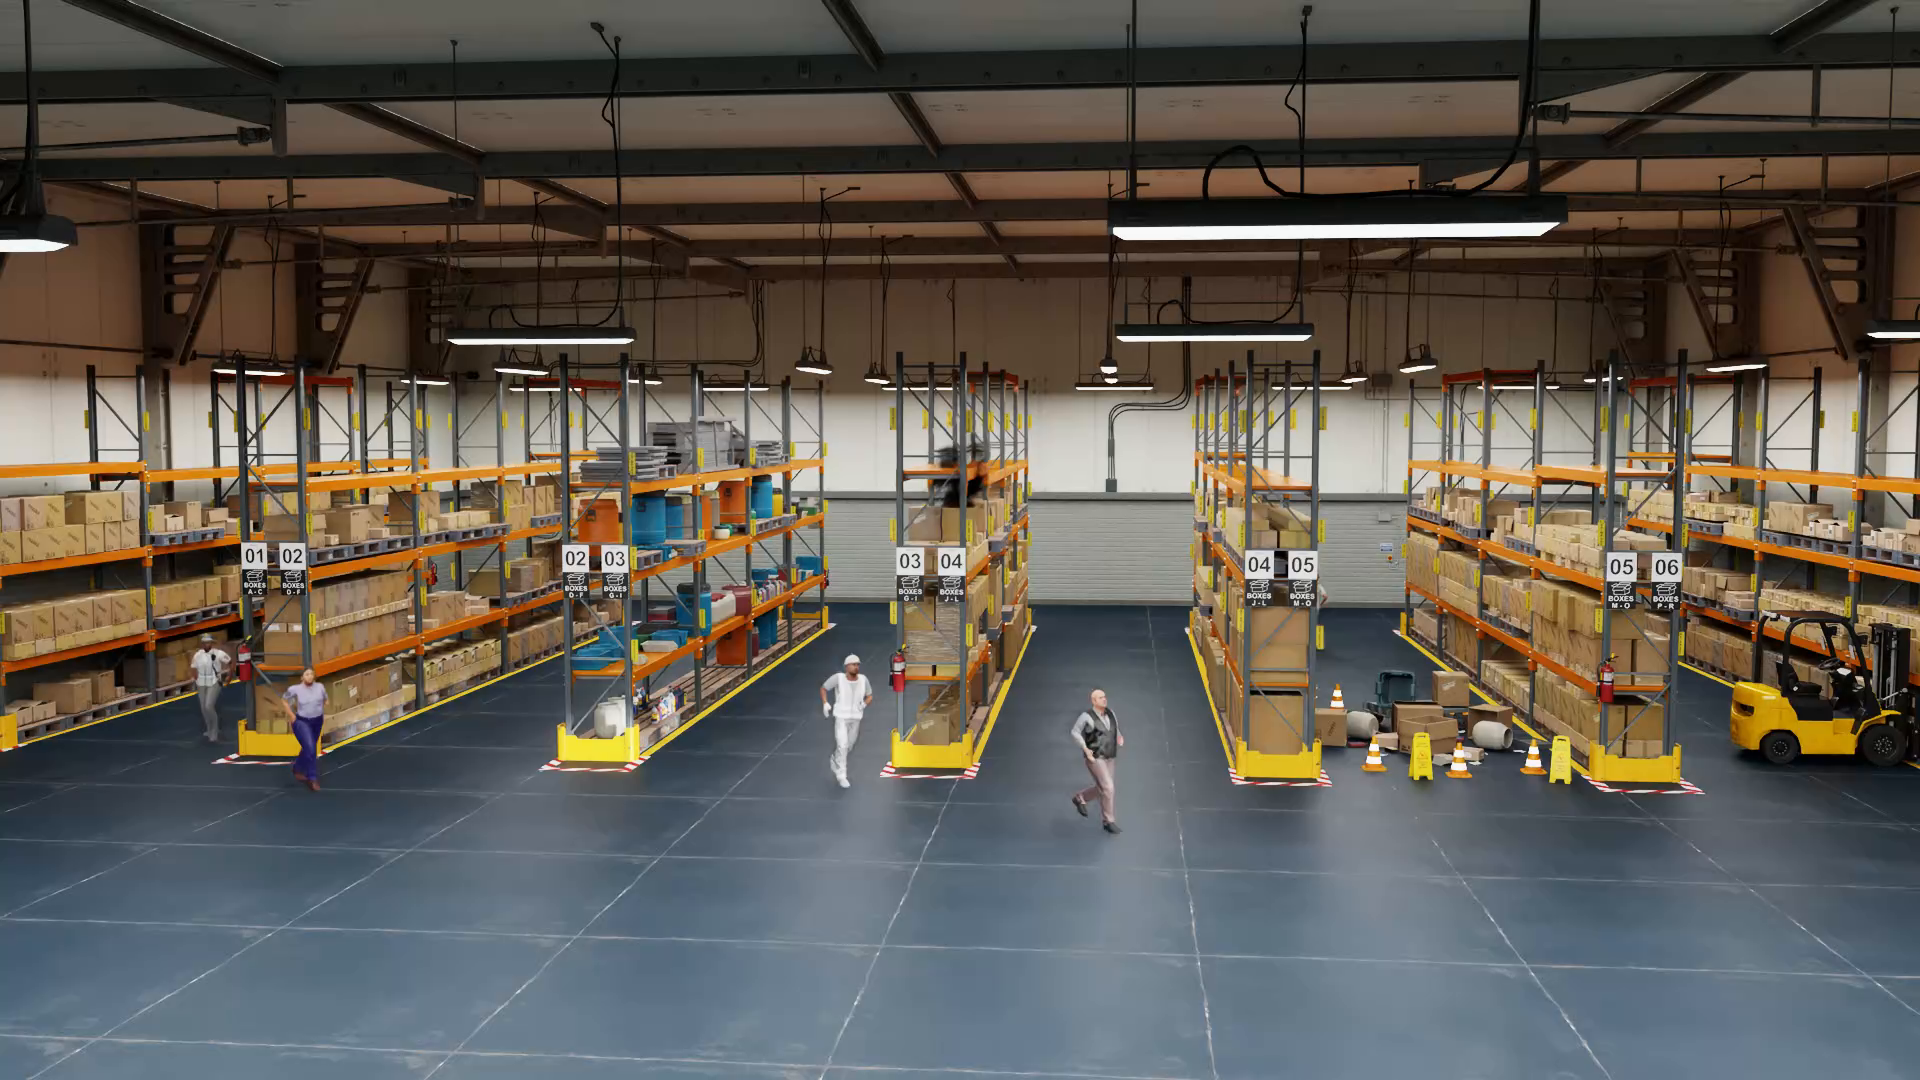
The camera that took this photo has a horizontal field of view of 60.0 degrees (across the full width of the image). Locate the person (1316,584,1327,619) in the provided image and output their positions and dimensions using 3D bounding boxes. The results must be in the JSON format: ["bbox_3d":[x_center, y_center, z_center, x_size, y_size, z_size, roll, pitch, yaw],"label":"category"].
[{"bbox_3d":[7.859,1.554,37.019,0.575,1.634,0.793,0,4,-7],"label":"person"}]

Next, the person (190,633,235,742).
[{"bbox_3d":[-11.773,2.324,26.112,0.584,1.743,0.703,0,4,1],"label":"person"}]

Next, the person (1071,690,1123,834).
[{"bbox_3d":[1.704,2.698,20.487,0.654,1.728,0.843,-4,5,-41],"label":"person"}]

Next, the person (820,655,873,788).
[{"bbox_3d":[-1.568,2.497,23.173,0.724,1.816,0.884,-2,4,-24],"label":"person"}]

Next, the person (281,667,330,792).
[{"bbox_3d":[-8.930,2.572,22.801,0.814,1.702,0.581,3,5,36],"label":"person"}]
